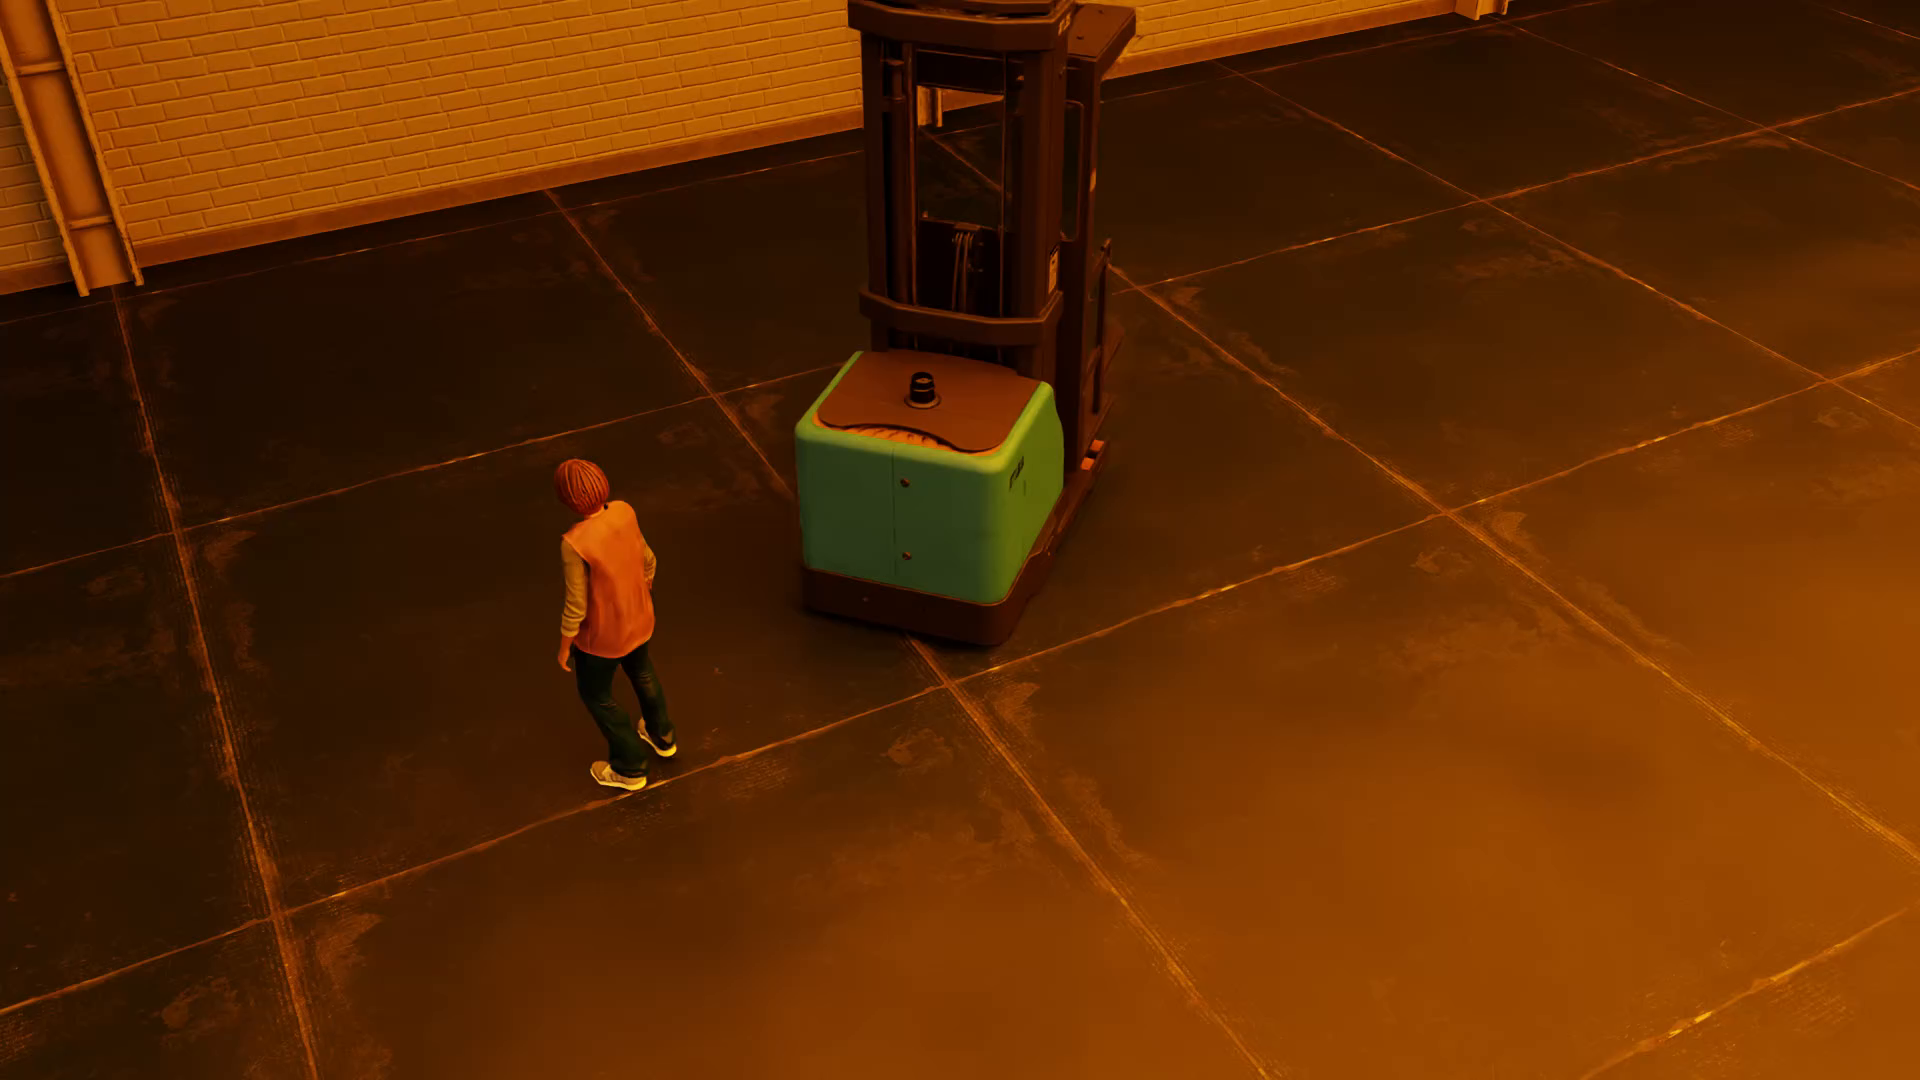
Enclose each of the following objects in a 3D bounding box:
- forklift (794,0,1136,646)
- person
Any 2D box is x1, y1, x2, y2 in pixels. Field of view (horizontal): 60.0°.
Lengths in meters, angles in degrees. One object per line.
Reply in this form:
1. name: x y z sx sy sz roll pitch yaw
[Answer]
1. forklift: 0.189 -1.547 8.312 1.130 2.935 3.031 11 37 15
2. person: -1.421 0.355 6.796 0.329 1.580 0.510 21 40 27
